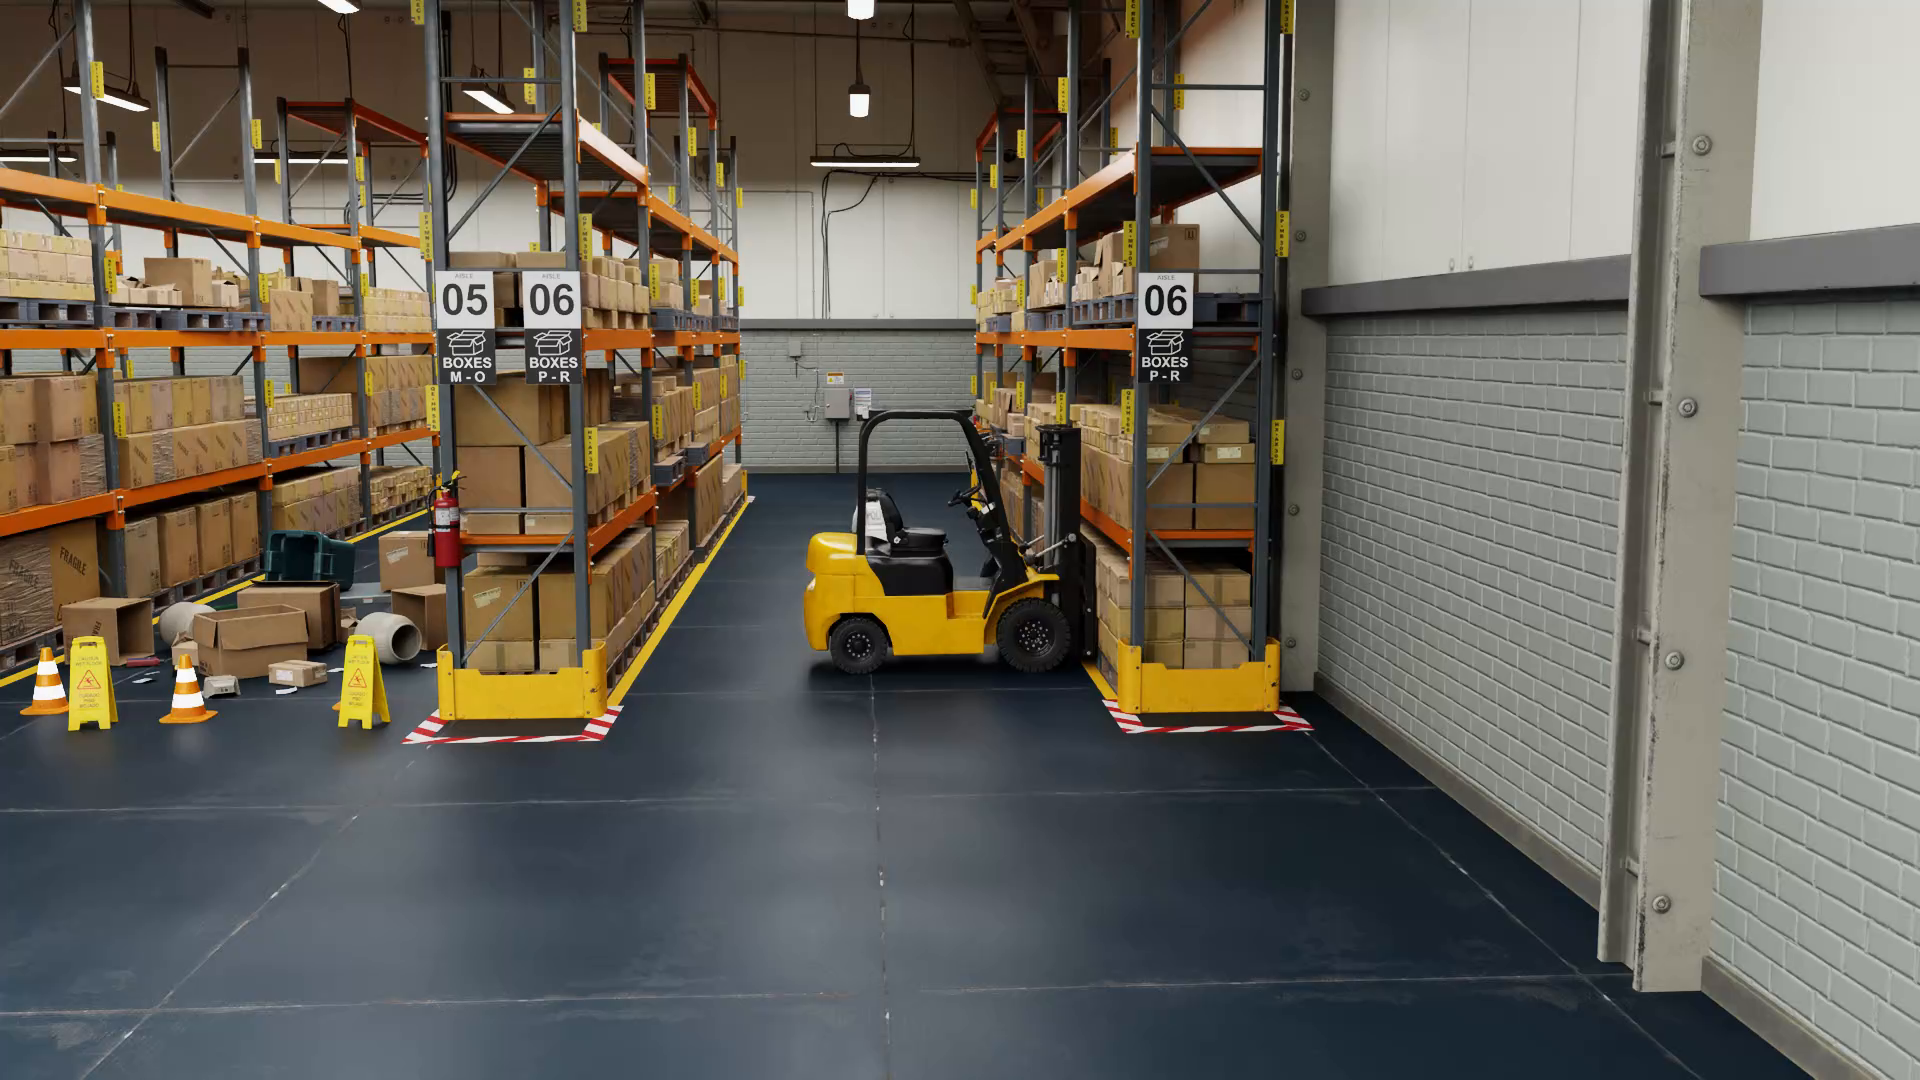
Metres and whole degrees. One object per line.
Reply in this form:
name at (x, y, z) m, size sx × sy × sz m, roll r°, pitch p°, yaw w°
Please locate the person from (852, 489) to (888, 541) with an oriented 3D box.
person at (-0.885, 0.072, 17.258) m, size 0.495 × 1.162 × 0.811 m, roll 0°, pitch 7°, yaw -4°
